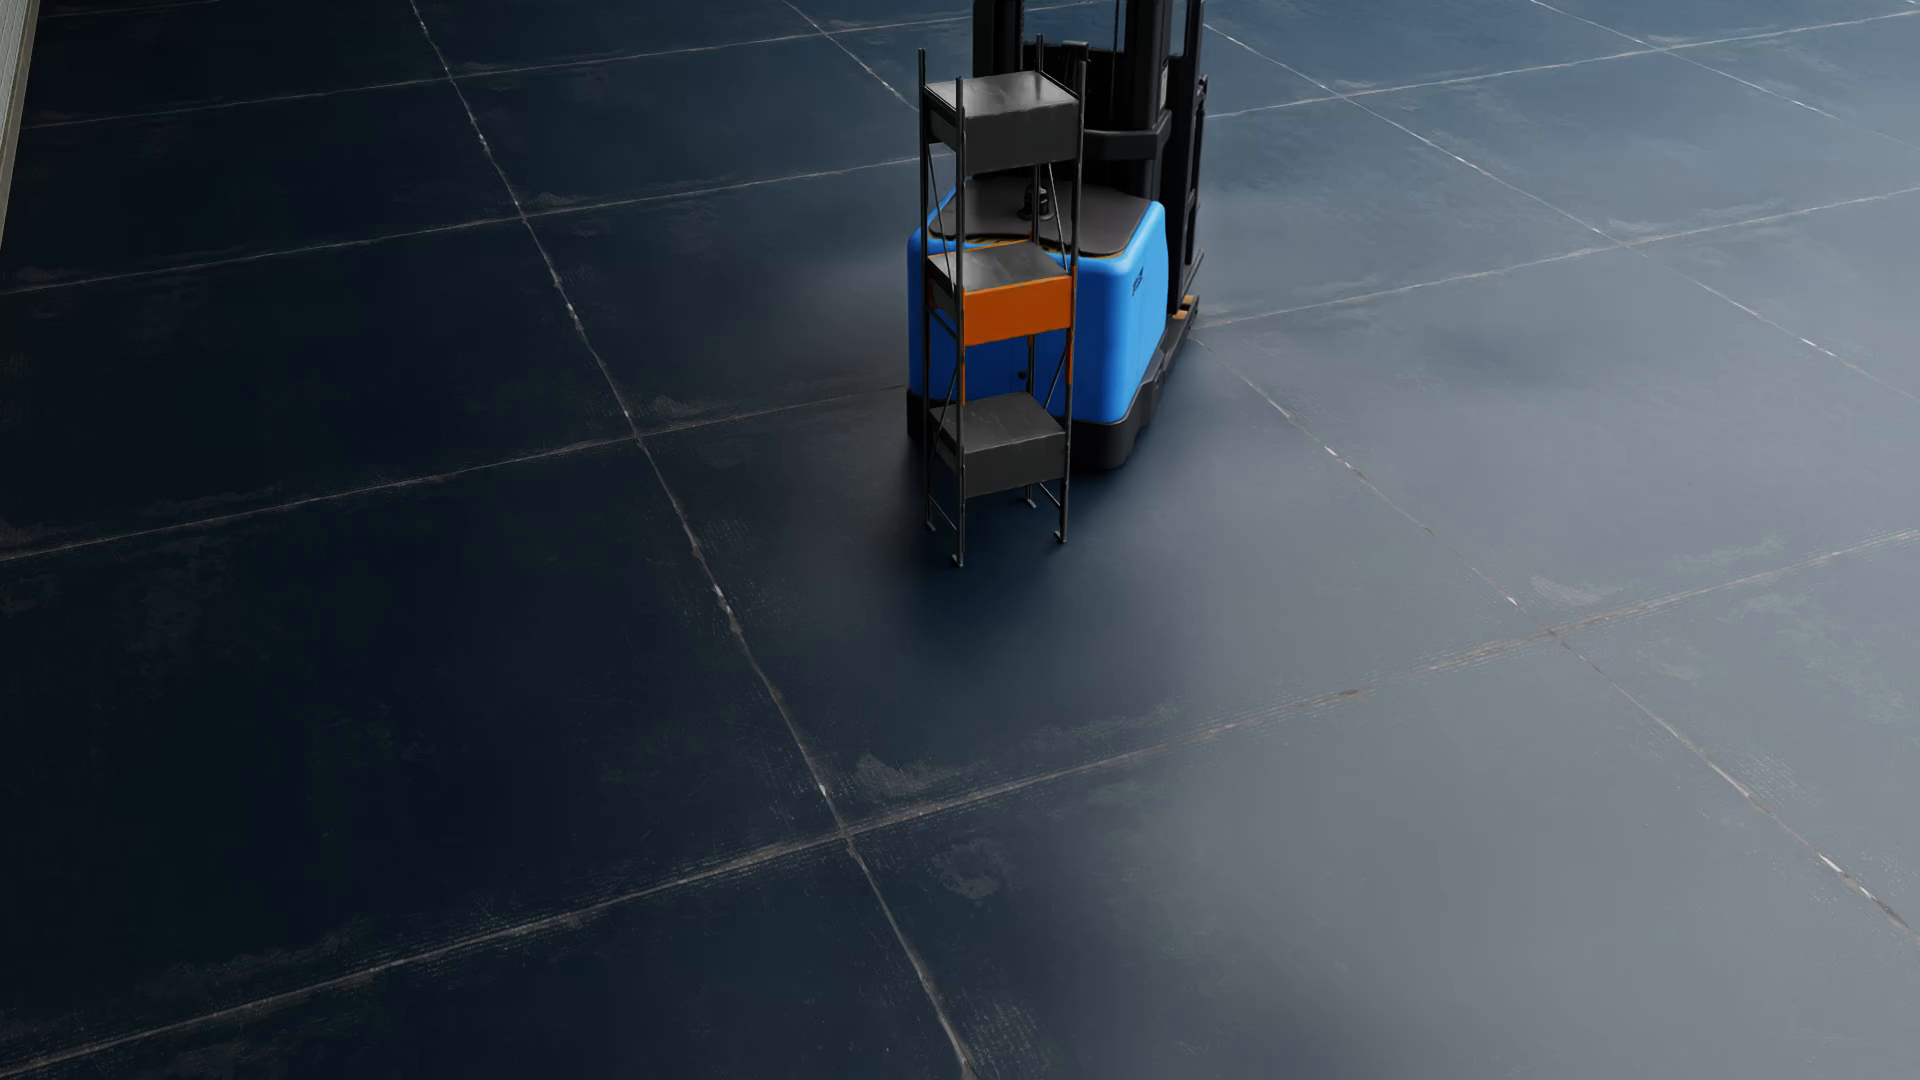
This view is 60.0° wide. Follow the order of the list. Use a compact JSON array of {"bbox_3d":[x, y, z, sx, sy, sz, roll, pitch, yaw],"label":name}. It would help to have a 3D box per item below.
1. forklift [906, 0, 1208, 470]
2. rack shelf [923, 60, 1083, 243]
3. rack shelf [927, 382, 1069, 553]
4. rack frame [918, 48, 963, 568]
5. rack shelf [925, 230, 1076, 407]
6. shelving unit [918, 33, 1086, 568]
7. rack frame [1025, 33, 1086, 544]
[{"bbox_3d":[0.669,-2.346,8.168,1.130,2.935,3.031,9,34,14],"label":"forklift"},{"bbox_3d":[0.153,-1.490,6.357,0.480,0.518,0.431,-13,35,-19],"label":"rack shelf"},{"bbox_3d":[0.153,-0.317,7.120,0.480,0.518,0.431,-13,35,-19],"label":"rack shelf"},{"bbox_3d":[-0.072,-0.864,6.652,0.015,2.100,0.400,-13,35,-19],"label":"rack frame"},{"bbox_3d":[0.153,-0.904,6.738,0.480,0.518,0.431,-13,35,-19],"label":"rack shelf"},{"bbox_3d":[0.153,-0.915,6.731,0.503,2.100,0.431,-13,35,-19],"label":"shelving unit"},{"bbox_3d":[0.378,-0.967,6.810,0.015,2.100,0.400,-13,35,-19],"label":"rack frame"}]
